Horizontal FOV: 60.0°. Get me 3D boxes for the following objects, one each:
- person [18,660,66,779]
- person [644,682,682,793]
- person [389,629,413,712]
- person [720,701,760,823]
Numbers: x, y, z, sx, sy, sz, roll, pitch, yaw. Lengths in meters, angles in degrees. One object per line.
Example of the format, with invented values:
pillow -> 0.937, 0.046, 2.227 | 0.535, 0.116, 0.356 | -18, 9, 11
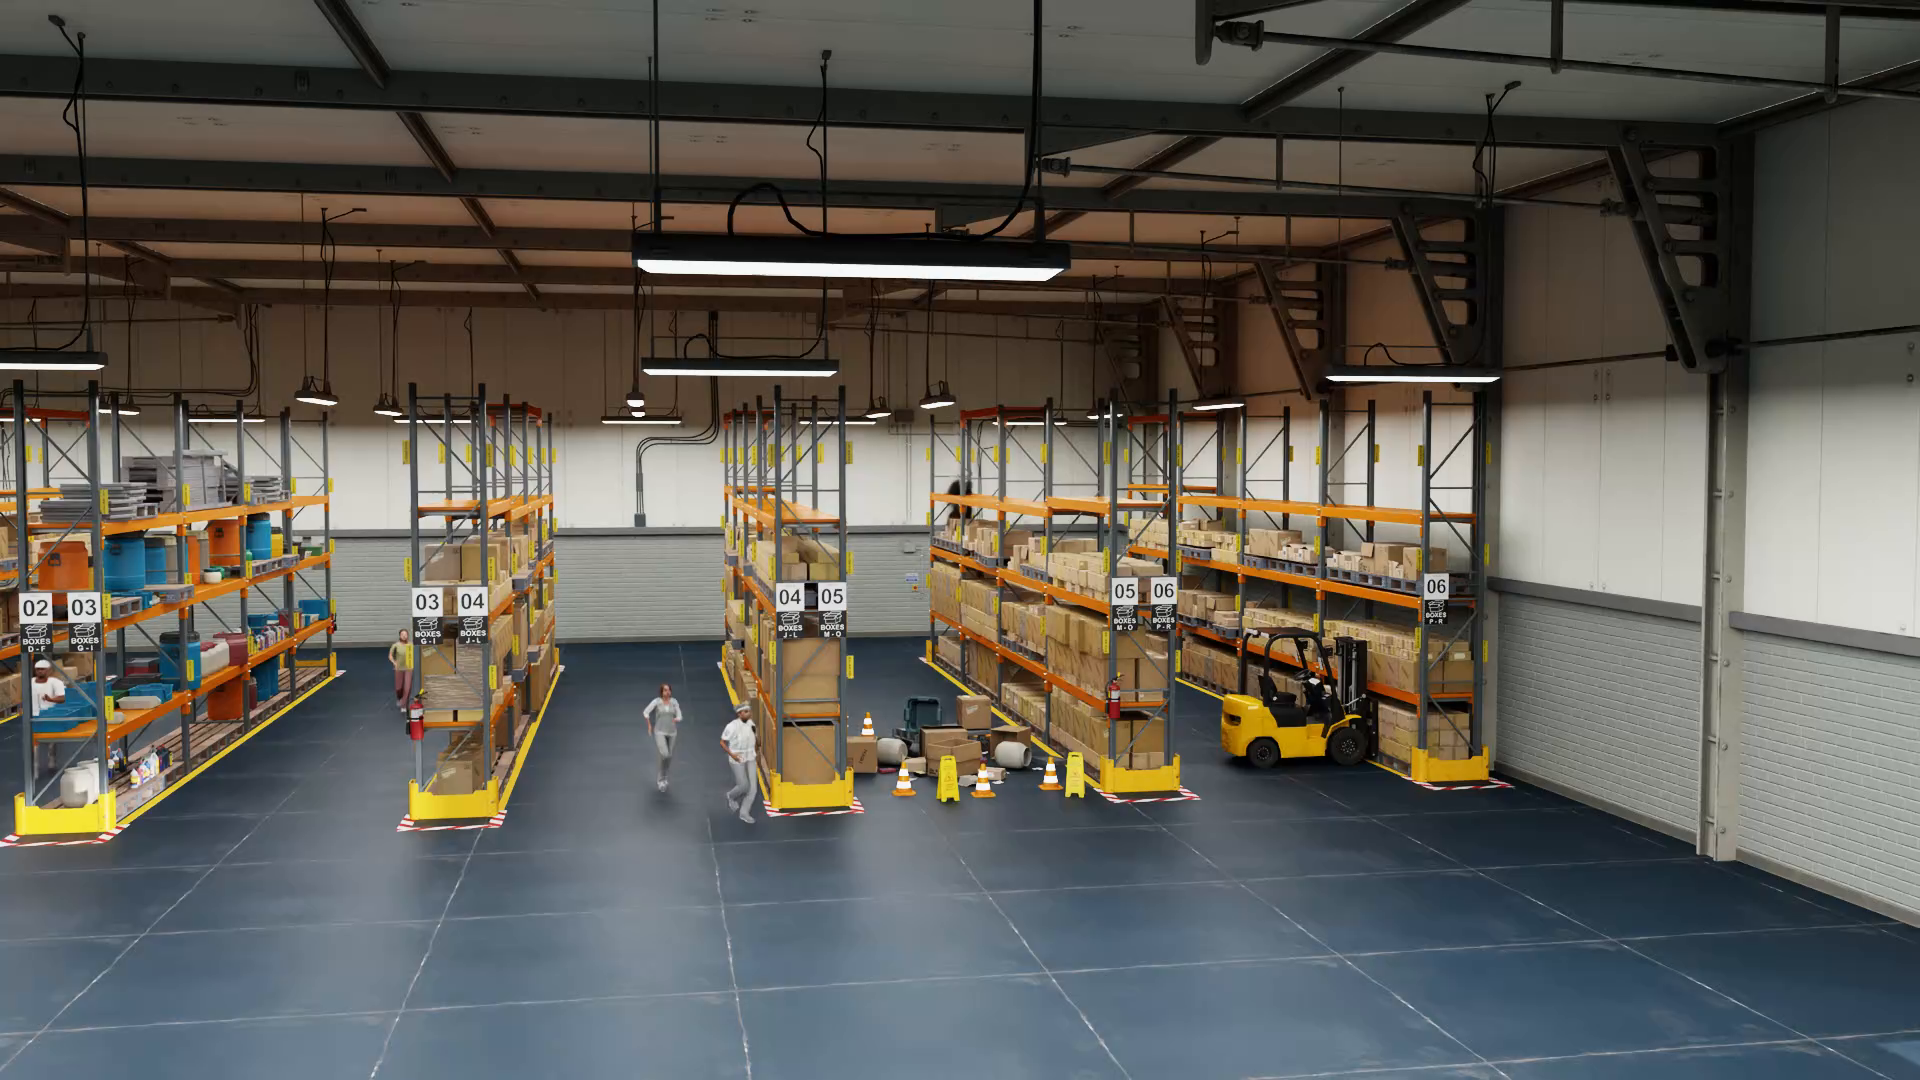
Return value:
person -> -14.372, 2.780, 26.049 | 0.684, 1.801, 0.893 | -1, 3, -21
person -> -4.412, 2.943, 24.857 | 0.507, 1.627, 0.688 | -2, 3, -30
person -> -10.854, 2.542, 32.482 | 0.565, 1.623, 0.544 | -1, 3, -23
person -> -2.998, 3.028, 22.829 | 0.610, 1.670, 0.523 | -2, 4, -38
